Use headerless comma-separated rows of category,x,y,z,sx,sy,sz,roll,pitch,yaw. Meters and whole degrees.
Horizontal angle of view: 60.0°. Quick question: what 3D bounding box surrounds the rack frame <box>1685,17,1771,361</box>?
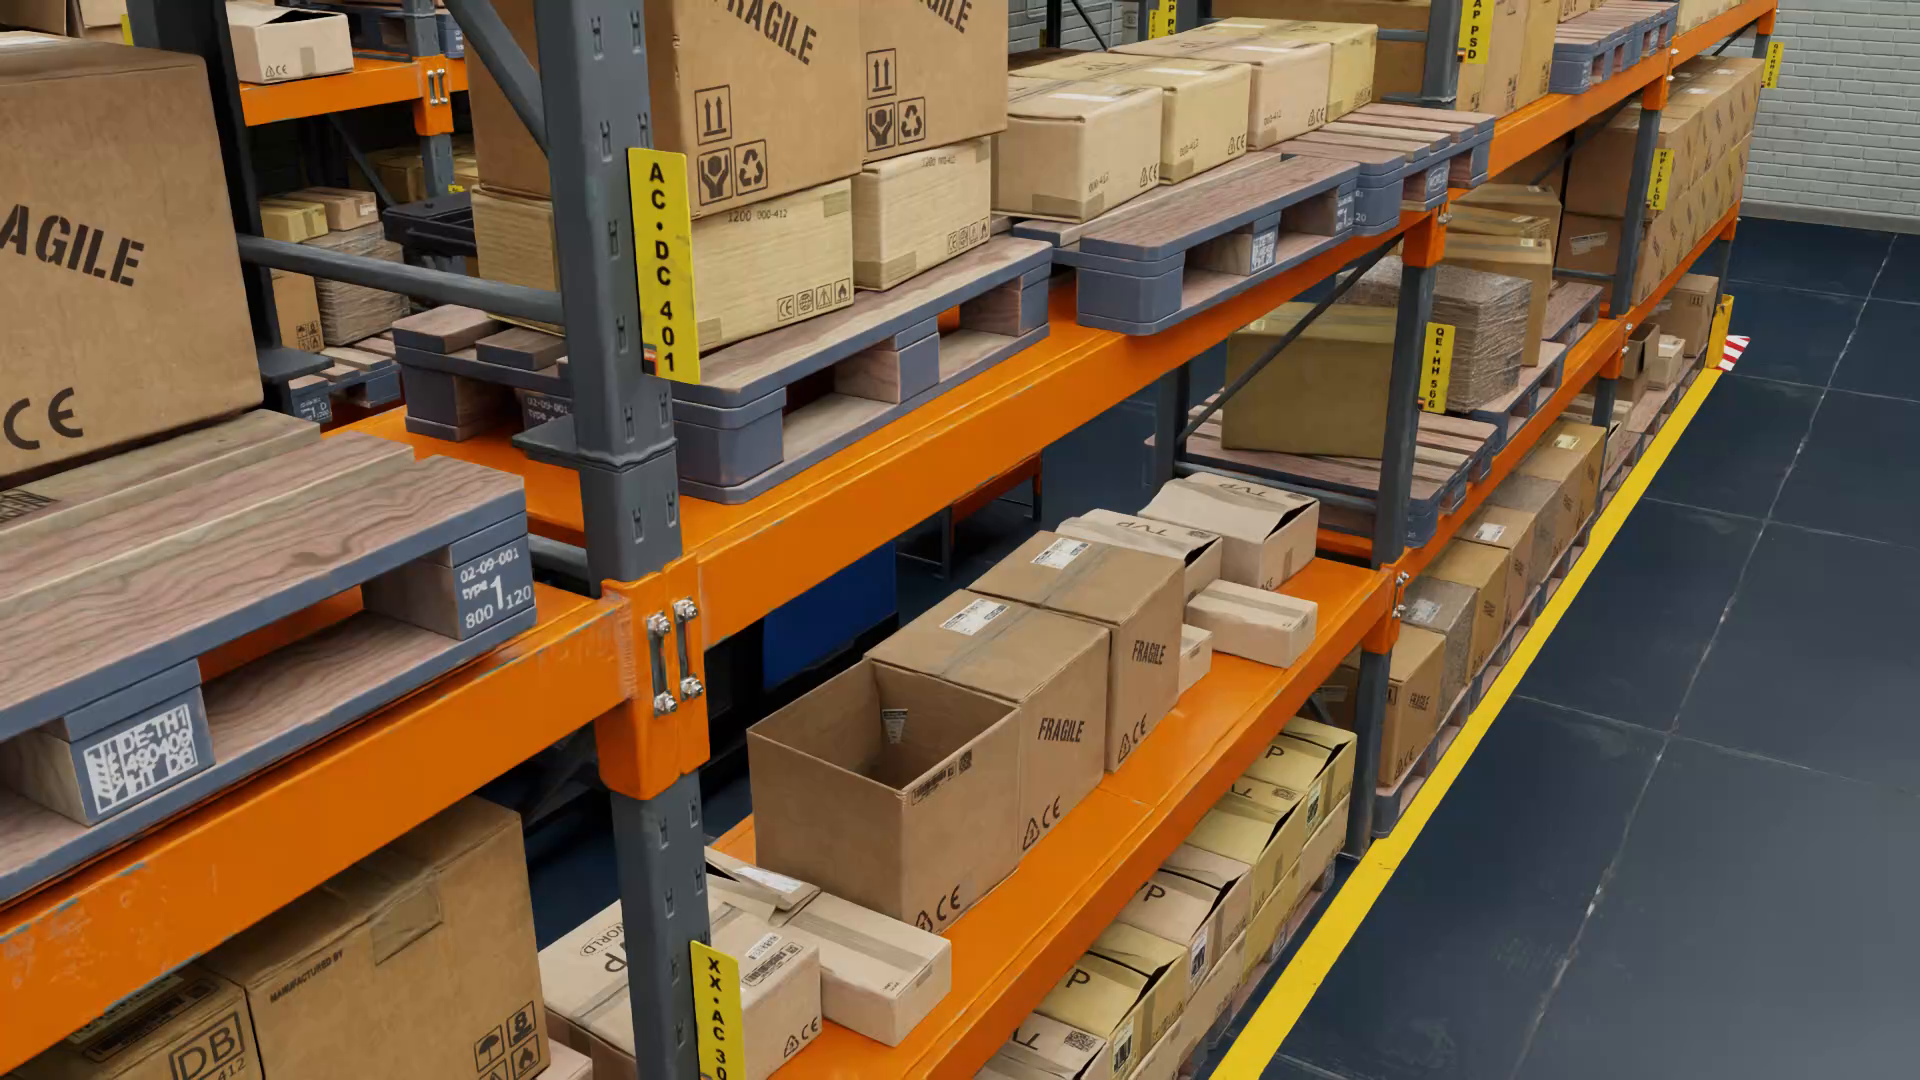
rack frame,5.445,-2.896,12.664,1.000,3.000,0.127,14,27,29

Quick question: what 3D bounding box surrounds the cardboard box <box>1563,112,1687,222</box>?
cardboard box,3.822,-2.151,9.558,0.500,0.500,0.500,15,27,30

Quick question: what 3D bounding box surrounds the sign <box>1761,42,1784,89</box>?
sign,5.906,-3.449,12.087,0.100,0.325,0.005,14,27,29

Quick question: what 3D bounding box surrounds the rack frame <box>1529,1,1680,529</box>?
rack frame,3.335,-1.546,9.545,1.000,3.000,0.127,14,27,29

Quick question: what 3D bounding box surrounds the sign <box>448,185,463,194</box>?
sign,-2.519,-1.617,8.352,0.100,0.325,0.005,14,27,29

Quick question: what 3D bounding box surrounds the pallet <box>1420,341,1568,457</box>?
pallet,2.247,-0.765,7.983,1.003,0.211,1.213,14,27,29

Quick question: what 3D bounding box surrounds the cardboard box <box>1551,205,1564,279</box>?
cardboard box,3.381,-1.814,10.039,0.500,0.500,0.500,14,27,30

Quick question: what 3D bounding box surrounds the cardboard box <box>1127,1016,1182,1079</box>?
cardboard box,0.349,1.620,5.165,0.500,0.250,0.500,14,27,30

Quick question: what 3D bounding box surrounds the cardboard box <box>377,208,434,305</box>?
cardboard box,-2.960,-1.639,9.235,0.500,0.500,0.500,14,27,29

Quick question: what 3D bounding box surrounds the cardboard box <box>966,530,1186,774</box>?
cardboard box,0.354,0.328,5.091,0.500,0.500,0.500,12,26,26

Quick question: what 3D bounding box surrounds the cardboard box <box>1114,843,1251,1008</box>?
cardboard box,0.621,1.191,5.450,0.500,0.311,0.500,14,27,29

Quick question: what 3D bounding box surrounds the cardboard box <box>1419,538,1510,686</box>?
cardboard box,2.248,0.310,7.852,0.500,0.500,0.500,13,27,28

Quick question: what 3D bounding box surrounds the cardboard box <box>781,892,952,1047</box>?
cardboard box,-0.244,1.013,3.950,0.380,0.149,0.250,14,27,29

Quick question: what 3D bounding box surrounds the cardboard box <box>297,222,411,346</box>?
cardboard box,-3.225,-1.320,8.343,0.700,0.500,0.500,11,26,23

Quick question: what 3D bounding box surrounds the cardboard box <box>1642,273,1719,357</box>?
cardboard box,5.367,-1.716,12.530,0.500,0.500,0.500,14,27,29

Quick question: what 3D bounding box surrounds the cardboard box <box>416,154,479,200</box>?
cardboard box,-2.512,-1.877,8.841,0.500,0.250,0.500,15,27,30

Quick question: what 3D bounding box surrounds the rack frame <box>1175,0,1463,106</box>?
rack frame,1.225,-2.949,5.235,1.000,3.000,0.127,14,27,29

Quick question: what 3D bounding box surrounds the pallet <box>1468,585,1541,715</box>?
pallet,2.295,0.430,8.492,1.003,0.211,1.213,14,27,29

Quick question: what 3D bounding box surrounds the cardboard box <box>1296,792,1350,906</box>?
cardboard box,1.155,1.102,6.361,0.500,0.250,0.500,15,27,30

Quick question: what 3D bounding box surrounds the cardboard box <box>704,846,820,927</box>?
cardboard box,-0.577,0.881,4.109,0.396,0.266,0.258,13,27,28

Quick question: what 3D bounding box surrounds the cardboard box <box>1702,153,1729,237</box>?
cardboard box,4.901,-2.391,11.370,0.500,0.500,0.500,14,27,29

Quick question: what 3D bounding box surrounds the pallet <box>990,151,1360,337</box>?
pallet,0.356,-0.860,4.423,1.003,0.211,1.213,15,28,31

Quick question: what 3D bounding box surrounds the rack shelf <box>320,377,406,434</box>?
rack shelf,-4.040,-0.227,7.405,1.077,0.370,4.000,14,27,29

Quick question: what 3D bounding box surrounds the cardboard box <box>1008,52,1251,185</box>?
cardboard box,0.461,-1.160,4.538,0.500,0.250,0.500,13,27,28

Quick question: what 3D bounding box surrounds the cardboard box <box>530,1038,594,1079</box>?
cardboard box,-0.846,0.947,2.844,0.380,0.149,0.250,14,27,29

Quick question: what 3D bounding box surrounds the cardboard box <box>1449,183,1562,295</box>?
cardboard box,2.895,-1.671,9.181,0.700,0.500,0.500,5,24,11

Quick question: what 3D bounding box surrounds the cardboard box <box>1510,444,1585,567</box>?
cardboard box,3.050,-0.209,9.050,0.500,0.500,0.500,14,27,29

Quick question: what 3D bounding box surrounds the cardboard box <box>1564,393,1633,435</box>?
cardboard box,4.188,-0.838,10.922,0.380,0.166,0.250,14,27,29

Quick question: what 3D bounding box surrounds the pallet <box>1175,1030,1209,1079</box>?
pallet,0.113,1.764,5.410,1.003,0.211,1.213,14,27,29

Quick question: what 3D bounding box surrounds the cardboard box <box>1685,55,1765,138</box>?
cardboard box,5.444,-3.193,11.965,0.500,0.500,0.500,14,27,29

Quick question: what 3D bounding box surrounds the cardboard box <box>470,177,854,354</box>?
cardboard box,-0.552,-0.552,3.134,0.500,0.250,0.500,17,29,34

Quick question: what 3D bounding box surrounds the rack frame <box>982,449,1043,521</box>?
rack frame,0.272,-0.690,9.928,0.500,1.125,0.032,14,27,29

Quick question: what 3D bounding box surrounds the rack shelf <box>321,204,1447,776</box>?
rack shelf,0.170,-0.567,4.414,1.077,0.370,4.000,14,27,29

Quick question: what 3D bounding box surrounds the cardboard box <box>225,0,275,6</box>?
cardboard box,-3.561,-2.469,7.752,0.500,0.500,0.500,14,27,29

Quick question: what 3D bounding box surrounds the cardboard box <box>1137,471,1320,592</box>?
cardboard box,0.996,-0.041,6.182,0.500,0.311,0.500,16,28,32

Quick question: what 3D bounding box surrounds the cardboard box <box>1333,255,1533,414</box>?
cardboard box,2.106,-0.939,7.489,0.700,0.500,0.500,20,31,39

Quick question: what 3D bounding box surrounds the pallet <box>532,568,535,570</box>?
pallet,-2.506,-0.203,9.954,1.003,0.211,1.213,14,27,29

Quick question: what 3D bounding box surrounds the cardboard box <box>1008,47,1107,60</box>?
cardboard box,0.974,-3.896,14.597,0.980,0.700,0.700,15,28,31

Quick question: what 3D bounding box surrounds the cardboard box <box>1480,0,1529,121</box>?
cardboard box,1.695,-1.945,6.565,0.910,0.500,0.500,14,27,29

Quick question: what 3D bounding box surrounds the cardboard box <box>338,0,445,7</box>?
cardboard box,-2.783,-3.030,8.517,0.700,0.500,0.500,12,26,25

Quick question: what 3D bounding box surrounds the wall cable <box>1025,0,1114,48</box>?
wall cable,1.106,-5.029,16.313,0.084,1.984,1.851,14,27,29

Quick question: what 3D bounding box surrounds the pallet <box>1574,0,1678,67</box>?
pallet,2.931,-2.631,8.512,1.213,0.211,1.003,14,27,29

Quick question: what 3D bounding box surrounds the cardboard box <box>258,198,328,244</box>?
cardboard box,-3.299,-1.544,8.044,0.380,0.149,0.250,9,25,20

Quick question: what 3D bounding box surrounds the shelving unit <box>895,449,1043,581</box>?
shelving unit,0.004,-0.518,9.532,0.538,1.125,1.048,14,27,29

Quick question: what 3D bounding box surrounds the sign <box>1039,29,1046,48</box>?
sign,0.766,-4.485,15.144,0.100,0.325,0.005,14,27,29

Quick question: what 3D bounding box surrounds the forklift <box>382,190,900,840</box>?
forklift,-1.541,-0.354,6.878,1.130,2.935,3.031,15,28,31

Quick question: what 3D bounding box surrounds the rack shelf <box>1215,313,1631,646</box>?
rack shelf,2.280,-0.541,8.129,1.077,0.370,4.000,14,27,29

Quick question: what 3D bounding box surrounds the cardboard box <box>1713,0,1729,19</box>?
cardboard box,4.334,-3.302,10.015,0.500,0.250,0.500,14,27,29

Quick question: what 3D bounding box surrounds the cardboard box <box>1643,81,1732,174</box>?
cardboard box,4.637,-2.673,10.764,0.500,0.500,0.500,15,27,31

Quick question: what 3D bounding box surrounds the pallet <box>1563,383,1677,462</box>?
pallet,4.341,-0.911,11.589,1.003,0.211,1.213,14,27,29

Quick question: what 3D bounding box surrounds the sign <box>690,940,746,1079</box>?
sign,-0.413,0.836,2.853,0.100,0.325,0.005,14,27,29

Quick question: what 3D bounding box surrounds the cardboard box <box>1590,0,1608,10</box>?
cardboard box,3.007,-3.052,8.469,0.600,0.600,0.600,11,26,24

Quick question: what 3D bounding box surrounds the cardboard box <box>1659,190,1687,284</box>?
cardboard box,4.103,-1.880,10.192,0.500,0.500,0.500,14,27,30

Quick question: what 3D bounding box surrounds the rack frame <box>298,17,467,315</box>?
rack frame,-2.985,-1.233,8.822,1.000,3.000,0.127,14,27,29
